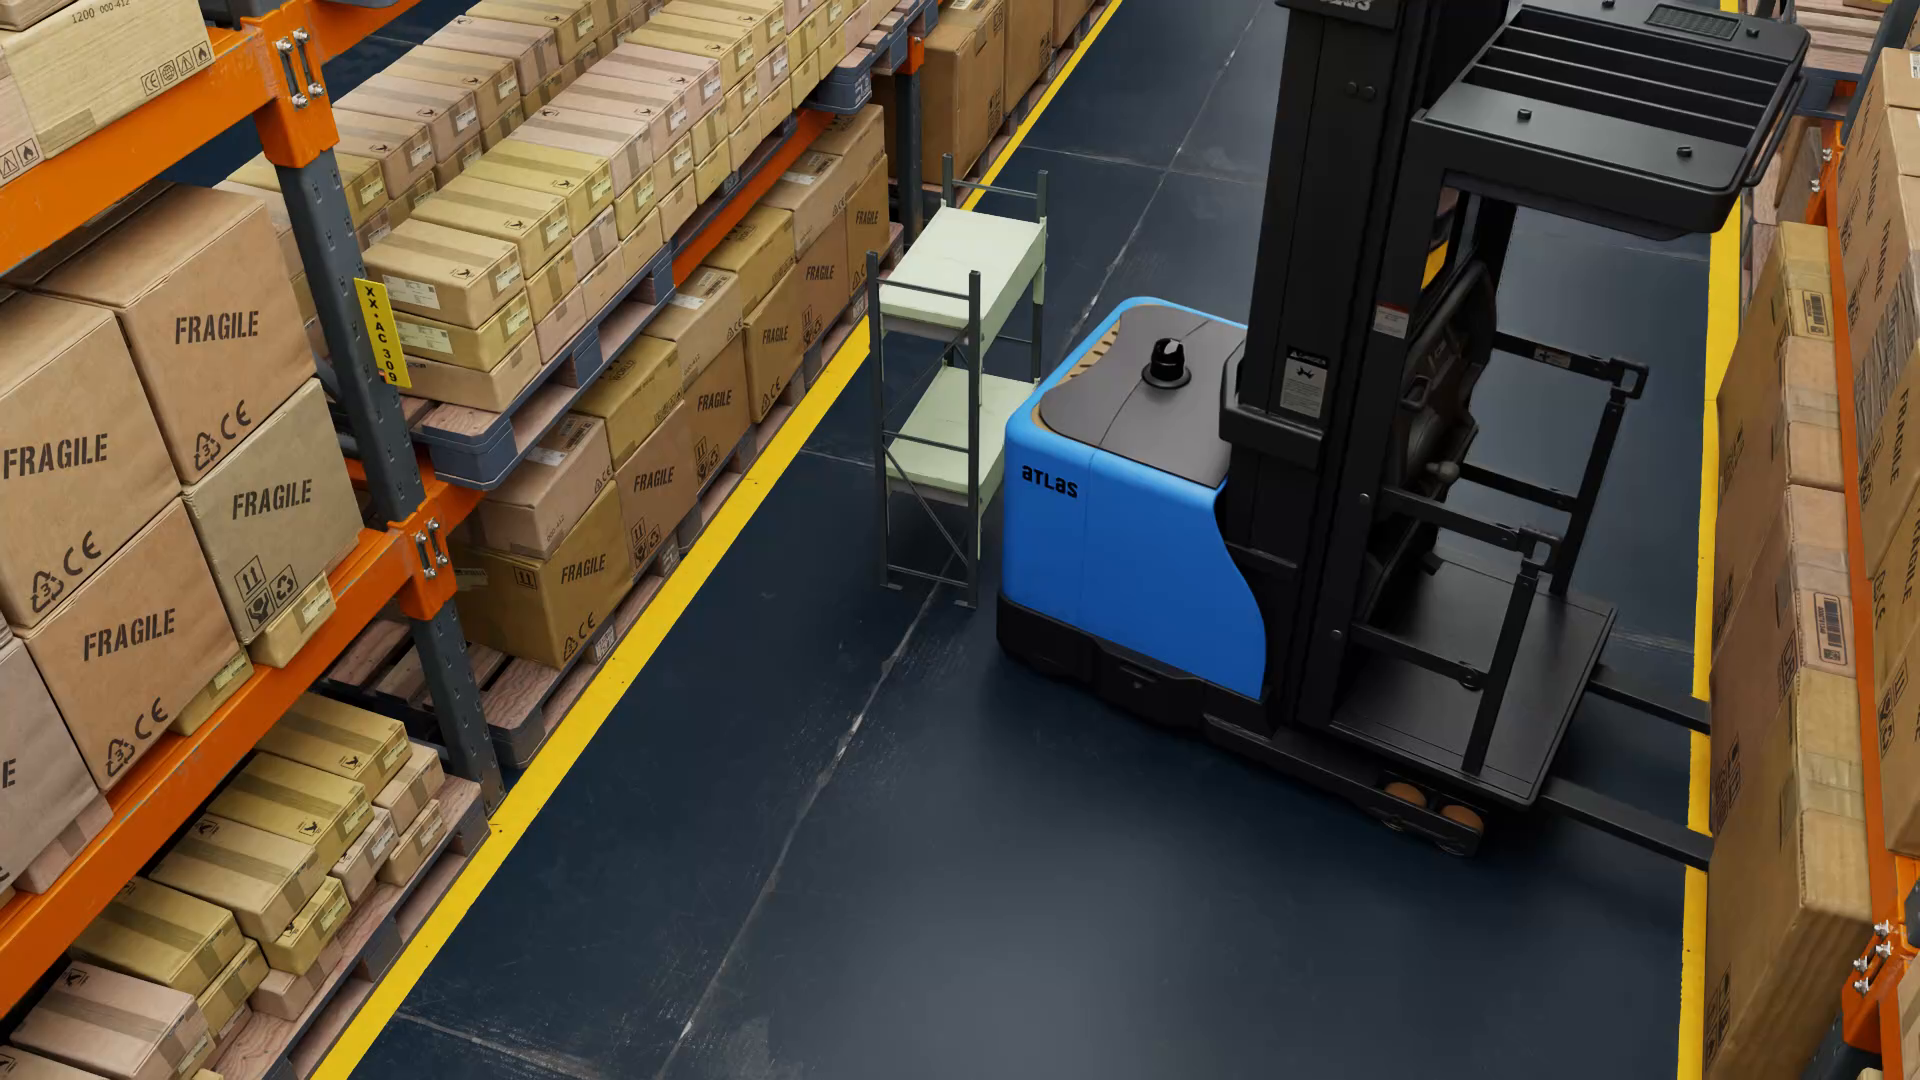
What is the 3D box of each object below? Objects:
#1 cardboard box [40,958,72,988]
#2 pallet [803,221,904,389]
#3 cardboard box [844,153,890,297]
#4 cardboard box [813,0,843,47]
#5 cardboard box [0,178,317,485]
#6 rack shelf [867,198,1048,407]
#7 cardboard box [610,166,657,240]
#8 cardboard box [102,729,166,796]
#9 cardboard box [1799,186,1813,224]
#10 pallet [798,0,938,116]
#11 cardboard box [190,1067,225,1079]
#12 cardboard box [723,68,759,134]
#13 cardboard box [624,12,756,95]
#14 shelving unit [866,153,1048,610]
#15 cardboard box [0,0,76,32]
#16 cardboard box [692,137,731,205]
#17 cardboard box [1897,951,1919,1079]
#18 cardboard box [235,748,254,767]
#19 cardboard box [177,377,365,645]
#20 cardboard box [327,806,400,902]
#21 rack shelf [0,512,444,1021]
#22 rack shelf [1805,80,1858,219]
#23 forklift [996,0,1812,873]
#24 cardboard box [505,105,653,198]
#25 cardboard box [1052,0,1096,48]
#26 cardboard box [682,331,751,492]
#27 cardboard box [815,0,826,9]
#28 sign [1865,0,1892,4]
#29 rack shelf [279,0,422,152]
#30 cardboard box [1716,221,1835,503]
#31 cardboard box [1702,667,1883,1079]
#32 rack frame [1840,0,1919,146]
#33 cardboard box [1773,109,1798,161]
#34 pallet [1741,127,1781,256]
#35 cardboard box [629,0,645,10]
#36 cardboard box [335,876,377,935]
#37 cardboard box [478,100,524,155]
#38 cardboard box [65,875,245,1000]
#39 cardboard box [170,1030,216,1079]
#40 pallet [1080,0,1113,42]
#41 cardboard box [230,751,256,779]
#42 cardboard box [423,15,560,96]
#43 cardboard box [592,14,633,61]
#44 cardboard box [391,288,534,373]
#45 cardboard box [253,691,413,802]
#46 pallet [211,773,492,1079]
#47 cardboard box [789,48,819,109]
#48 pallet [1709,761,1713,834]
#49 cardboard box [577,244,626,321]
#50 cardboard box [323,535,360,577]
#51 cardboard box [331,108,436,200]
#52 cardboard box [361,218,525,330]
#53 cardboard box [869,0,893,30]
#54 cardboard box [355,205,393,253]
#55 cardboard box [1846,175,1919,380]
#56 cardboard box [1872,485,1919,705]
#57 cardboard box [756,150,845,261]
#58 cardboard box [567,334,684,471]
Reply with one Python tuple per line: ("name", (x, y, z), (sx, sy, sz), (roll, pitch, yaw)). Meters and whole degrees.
("cardboard box", (-2.618, 1.124, 4.766), (0.380, 0.149, 0.250), (11, 42, 13))
("pallet", (-0.947, -1.236, 8.036), (1.003, 0.211, 1.213), (13, 42, 15))
("cardboard box", (-0.658, -1.522, 7.825), (0.500, 0.500, 0.500), (13, 42, 15))
("cardboard box", (-0.683, -2.071, 6.507), (0.380, 0.149, 0.250), (13, 42, 15))
("cardboard box", (-1.953, -0.518, 3.969), (0.500, 0.500, 0.500), (12, 42, 14))
("rack shelf", (0.002, -0.872, 6.015), (0.431, 0.370, 0.720), (13, 42, 15))
("cardboard box", (-1.216, -1.123, 5.396), (0.380, 0.149, 0.250), (12, 42, 13))
("cardboard box", (-2.210, 0.462, 4.091), (0.380, 0.149, 0.250), (12, 42, 14))
("cardboard box", (4.158, -1.240, 7.479), (0.700, 0.500, 0.500), (11, 42, 13))
("pallet", (-0.822, -2.241, 7.214), (1.213, 0.211, 1.003), (13, 42, 15))
("cardboard box", (-2.214, 1.538, 4.509), (0.380, 0.149, 0.250), (13, 42, 15))
("cardboard box", (-0.946, -1.603, 5.958), (0.380, 0.149, 0.250), (12, 42, 14))
("cardboard box", (-0.949, -1.716, 5.862), (0.380, 0.149, 0.250), (15, 43, 16))
("shelving unit", (0.002, -0.575, 6.268), (0.431, 1.500, 0.755), (13, 42, 15))
("cardboard box", (-1.965, -1.269, 3.346), (0.500, 0.250, 0.500), (11, 42, 13))
("cardboard box", (-1.038, -1.333, 5.871), (0.380, 0.149, 0.250), (13, 42, 14))
("cardboard box", (2.166, 1.032, 3.423), (0.380, 0.149, 0.250), (13, 42, 15))
("cardboard box", (-2.359, 0.530, 5.233), (0.380, 0.149, 0.250), (15, 43, 17))
("cardboard box", (-1.946, -0.126, 4.281), (0.500, 0.500, 0.500), (13, 42, 15))
("cardboard box", (-1.936, 0.909, 5.017), (0.380, 0.149, 0.250), (11, 42, 13))
("rack shelf", (-2.730, 1.161, 3.633), (1.077, 0.370, 4.000), (13, 42, 15))
("rack shelf", (4.632, -2.556, 7.989), (1.077, 0.370, 4.000), (13, 42, 15))
("forklift", (1.665, -0.467, 5.039), (3.031, 2.935, 1.130), (21, 45, 23))
("cardboard box", (-1.212, -1.241, 5.305), (0.380, 0.149, 0.250), (13, 42, 15))
("cardboard box", (0.228, -3.530, 9.986), (1.050, 0.750, 0.750), (13, 42, 15))
("cardboard box", (-1.199, -0.579, 6.720), (0.500, 0.500, 0.500), (14, 42, 16))
("cardboard box", (-0.681, -2.186, 6.413), (0.380, 0.149, 0.250), (15, 43, 16))
("sign", (3.435, -2.135, 6.111), (0.100, 0.325, 0.005), (13, 42, 15))
("rack shelf", (-1.362, -2.420, 5.519), (1.077, 0.370, 4.000), (13, 42, 15))
("cardboard box", (3.692, -0.545, 6.392), (1.225, 0.875, 0.875), (11, 42, 13))
("cardboard box", (2.780, 1.083, 4.483), (1.225, 0.875, 0.875), (13, 42, 15))
("rack frame", (3.948, -1.610, 6.326), (1.000, 3.000, 0.127), (13, 42, 15))
("cardboard box", (4.714, -2.269, 8.685), (0.700, 0.500, 0.500), (10, 41, 11))
("pallet", (4.635, -1.767, 8.659), (1.003, 0.211, 1.213), (13, 42, 15))
("cardboard box", (-1.378, -2.184, 6.411), (0.380, 0.149, 0.250), (15, 43, 17))
("cardboard box", (-2.028, 1.047, 5.085), (0.380, 0.149, 0.250), (14, 43, 16))
("cardboard box", (-1.740, -1.435, 5.761), (0.380, 0.149, 0.250), (11, 42, 13))
("cardboard box", (-2.214, 1.099, 4.565), (0.380, 0.149, 0.250), (15, 43, 16))
("cardboard box", (-2.258, 1.367, 4.480), (0.380, 0.149, 0.250), (14, 43, 16))
("pallet", (0.496, -3.664, 10.882), (1.003, 0.211, 1.213), (13, 42, 15))
("cardboard box", (-2.471, 0.629, 5.346), (0.380, 0.149, 0.250), (15, 43, 17))
("cardboard box", (-1.646, -1.706, 5.851), (0.380, 0.149, 0.250), (11, 42, 13))
("cardboard box", (-1.471, -1.914, 6.323), (0.380, 0.149, 0.250), (13, 42, 15))
("cardboard box", (-1.479, -0.649, 4.840), (0.380, 0.149, 0.250), (14, 42, 16))
("cardboard box", (-1.923, 0.640, 5.103), (0.380, 0.149, 0.250), (14, 43, 16))
("pallet", (-2.243, 1.145, 5.245), (1.003, 0.211, 1.213), (13, 42, 15))
("cardboard box", (-0.769, -1.810, 6.431), (0.380, 0.149, 0.250), (12, 42, 13))
("pallet", (3.189, 0.656, 5.818), (1.003, 0.211, 1.213), (13, 42, 15))
("cardboard box", (-1.301, -0.857, 5.314), (0.380, 0.149, 0.250), (14, 42, 15))
("cardboard box", (-1.924, -0.011, 4.646), (0.380, 0.149, 0.250), (13, 42, 15))
("cardboard box", (-1.911, -1.233, 5.296), (0.380, 0.149, 0.250), (12, 42, 14))
("cardboard box", (-1.479, -0.762, 4.743), (0.380, 0.149, 0.250), (15, 43, 17))
("cardboard box", (-0.502, -2.283, 6.985), (0.380, 0.149, 0.250), (13, 42, 15))
("cardboard box", (-2.007, -0.958, 5.202), (0.380, 0.149, 0.250), (14, 42, 15))
("cardboard box", (3.180, -0.784, 5.281), (0.500, 0.500, 0.500), (13, 42, 14))
("cardboard box", (2.659, 0.145, 4.192), (0.500, 0.500, 0.500), (15, 43, 16))
("cardboard box", (-0.828, -1.481, 7.199), (0.500, 0.250, 0.500), (14, 42, 16))
("cardboard box", (-1.366, -0.544, 6.102), (0.500, 0.250, 0.500), (14, 43, 16))
